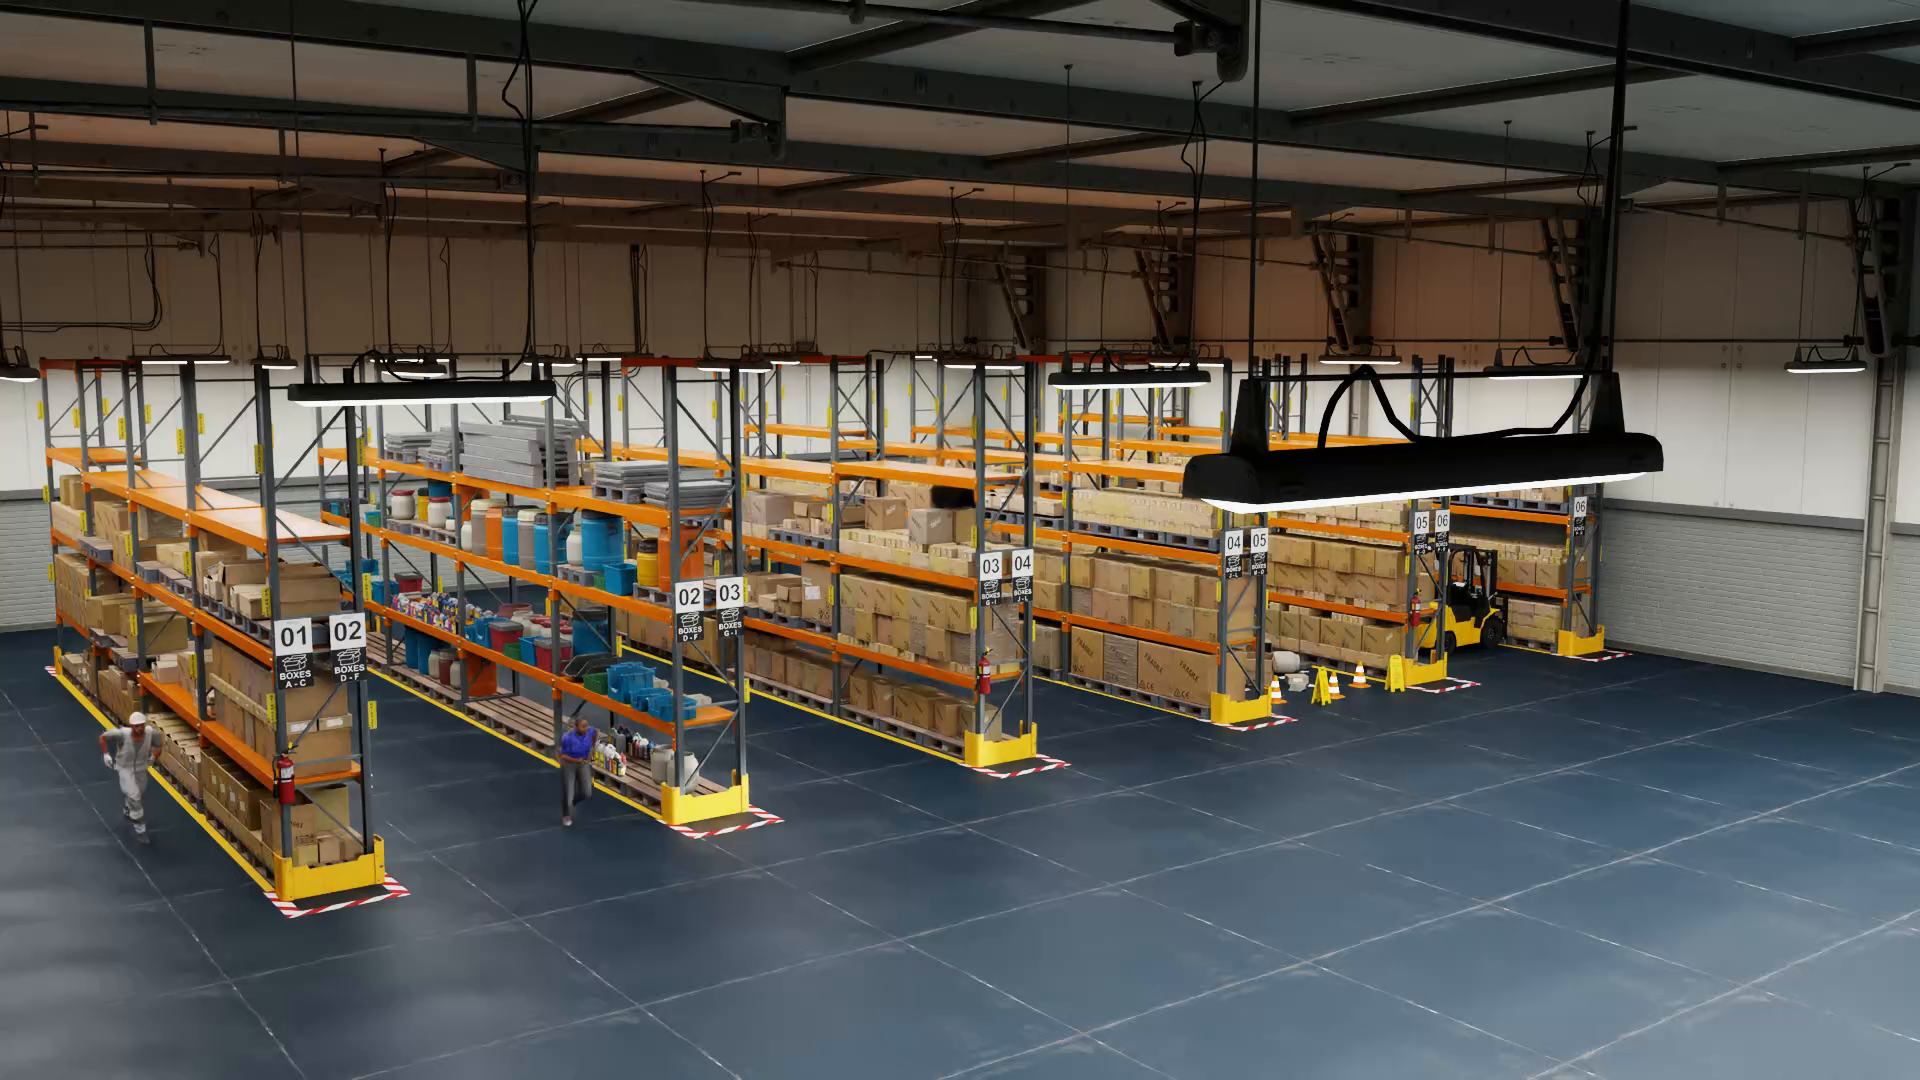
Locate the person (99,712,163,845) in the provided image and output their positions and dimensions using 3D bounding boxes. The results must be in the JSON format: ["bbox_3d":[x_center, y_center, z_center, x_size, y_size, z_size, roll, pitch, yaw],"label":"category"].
[{"bbox_3d":[-10.553,2.981,21.189,0.706,1.731,1.052,-6,9,-40],"label":"person"}]

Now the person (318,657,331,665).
[{"bbox_3d":[-11.147,2.046,28.841,0.647,1.694,0.831,-6,9,-43],"label":"person"}]

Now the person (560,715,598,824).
[{"bbox_3d":[-4.931,2.984,21.643,0.578,1.522,0.829,-5,8,-34],"label":"person"}]
